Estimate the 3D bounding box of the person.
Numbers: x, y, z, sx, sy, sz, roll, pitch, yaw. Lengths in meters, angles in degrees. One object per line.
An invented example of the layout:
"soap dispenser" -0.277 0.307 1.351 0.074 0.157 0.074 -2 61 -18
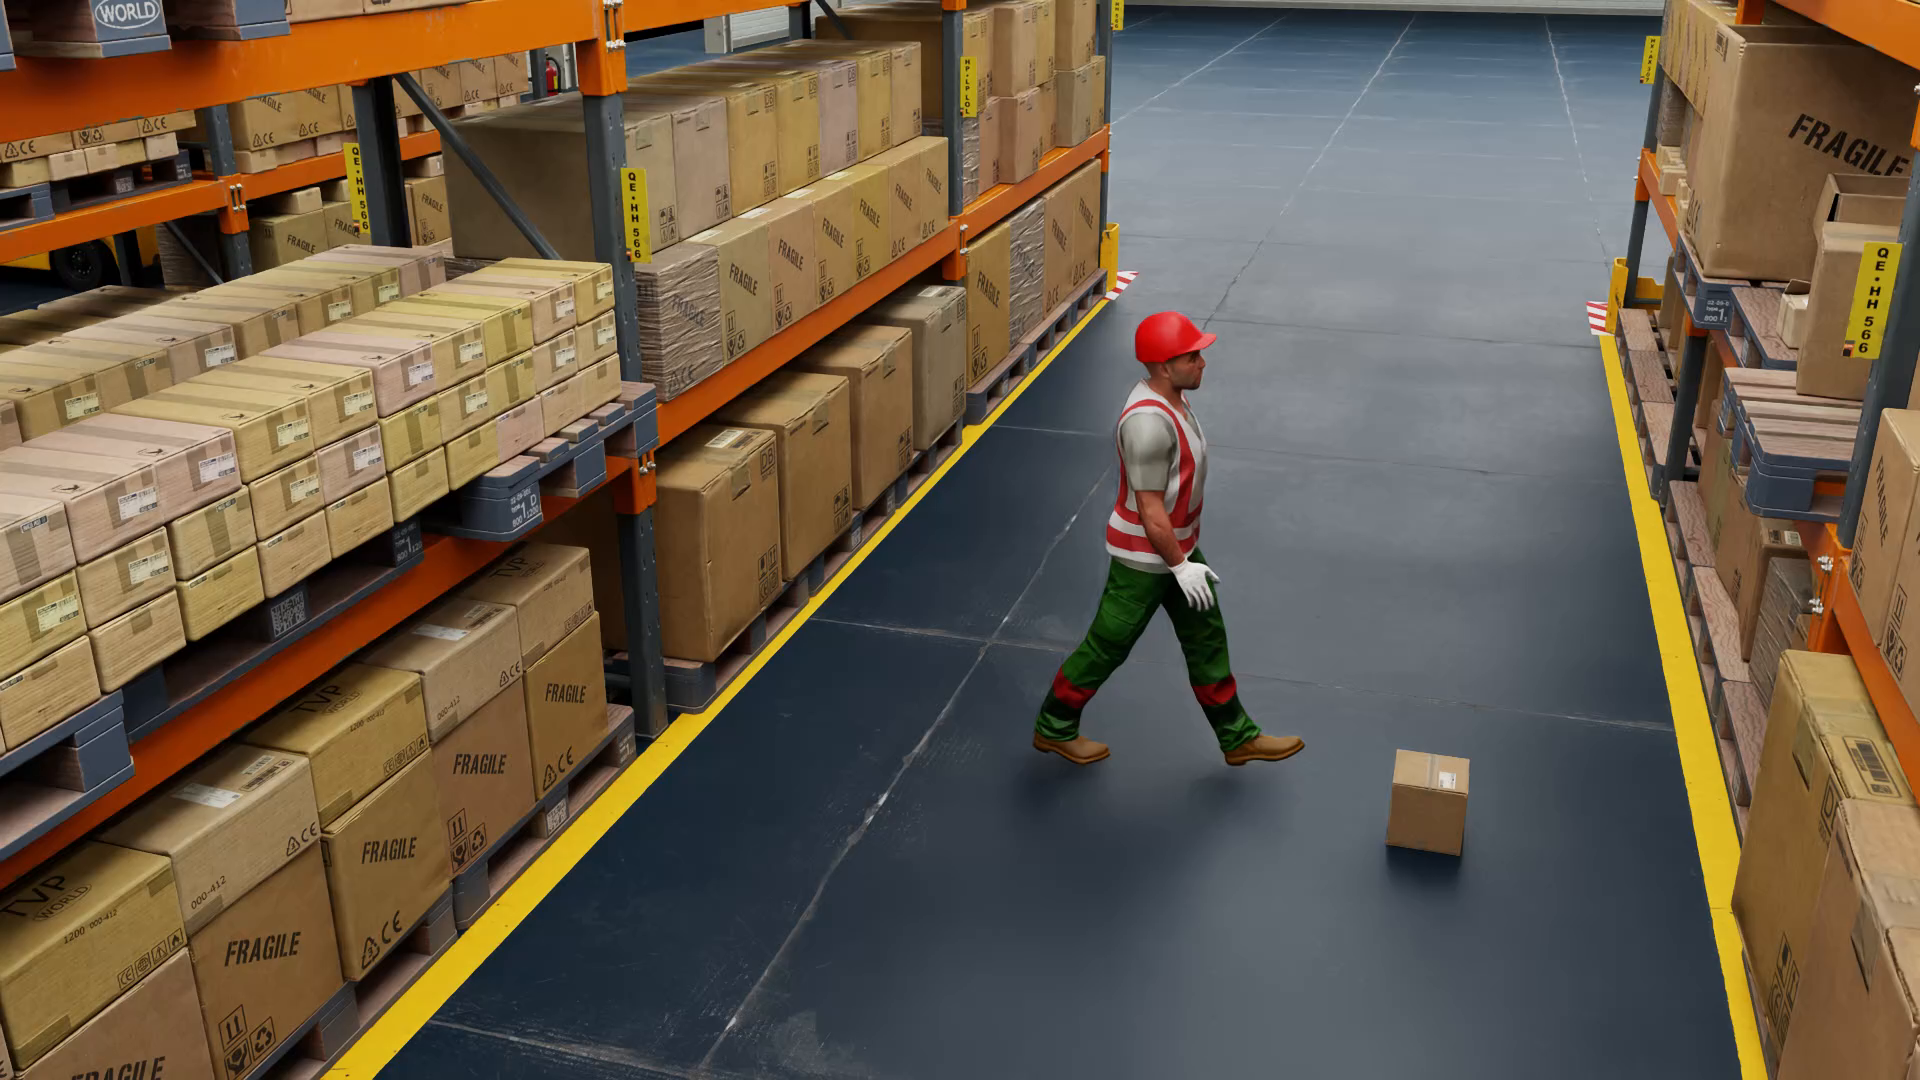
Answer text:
"person" 0.762 0.043 5.929 0.989 1.747 0.527 8 23 19
